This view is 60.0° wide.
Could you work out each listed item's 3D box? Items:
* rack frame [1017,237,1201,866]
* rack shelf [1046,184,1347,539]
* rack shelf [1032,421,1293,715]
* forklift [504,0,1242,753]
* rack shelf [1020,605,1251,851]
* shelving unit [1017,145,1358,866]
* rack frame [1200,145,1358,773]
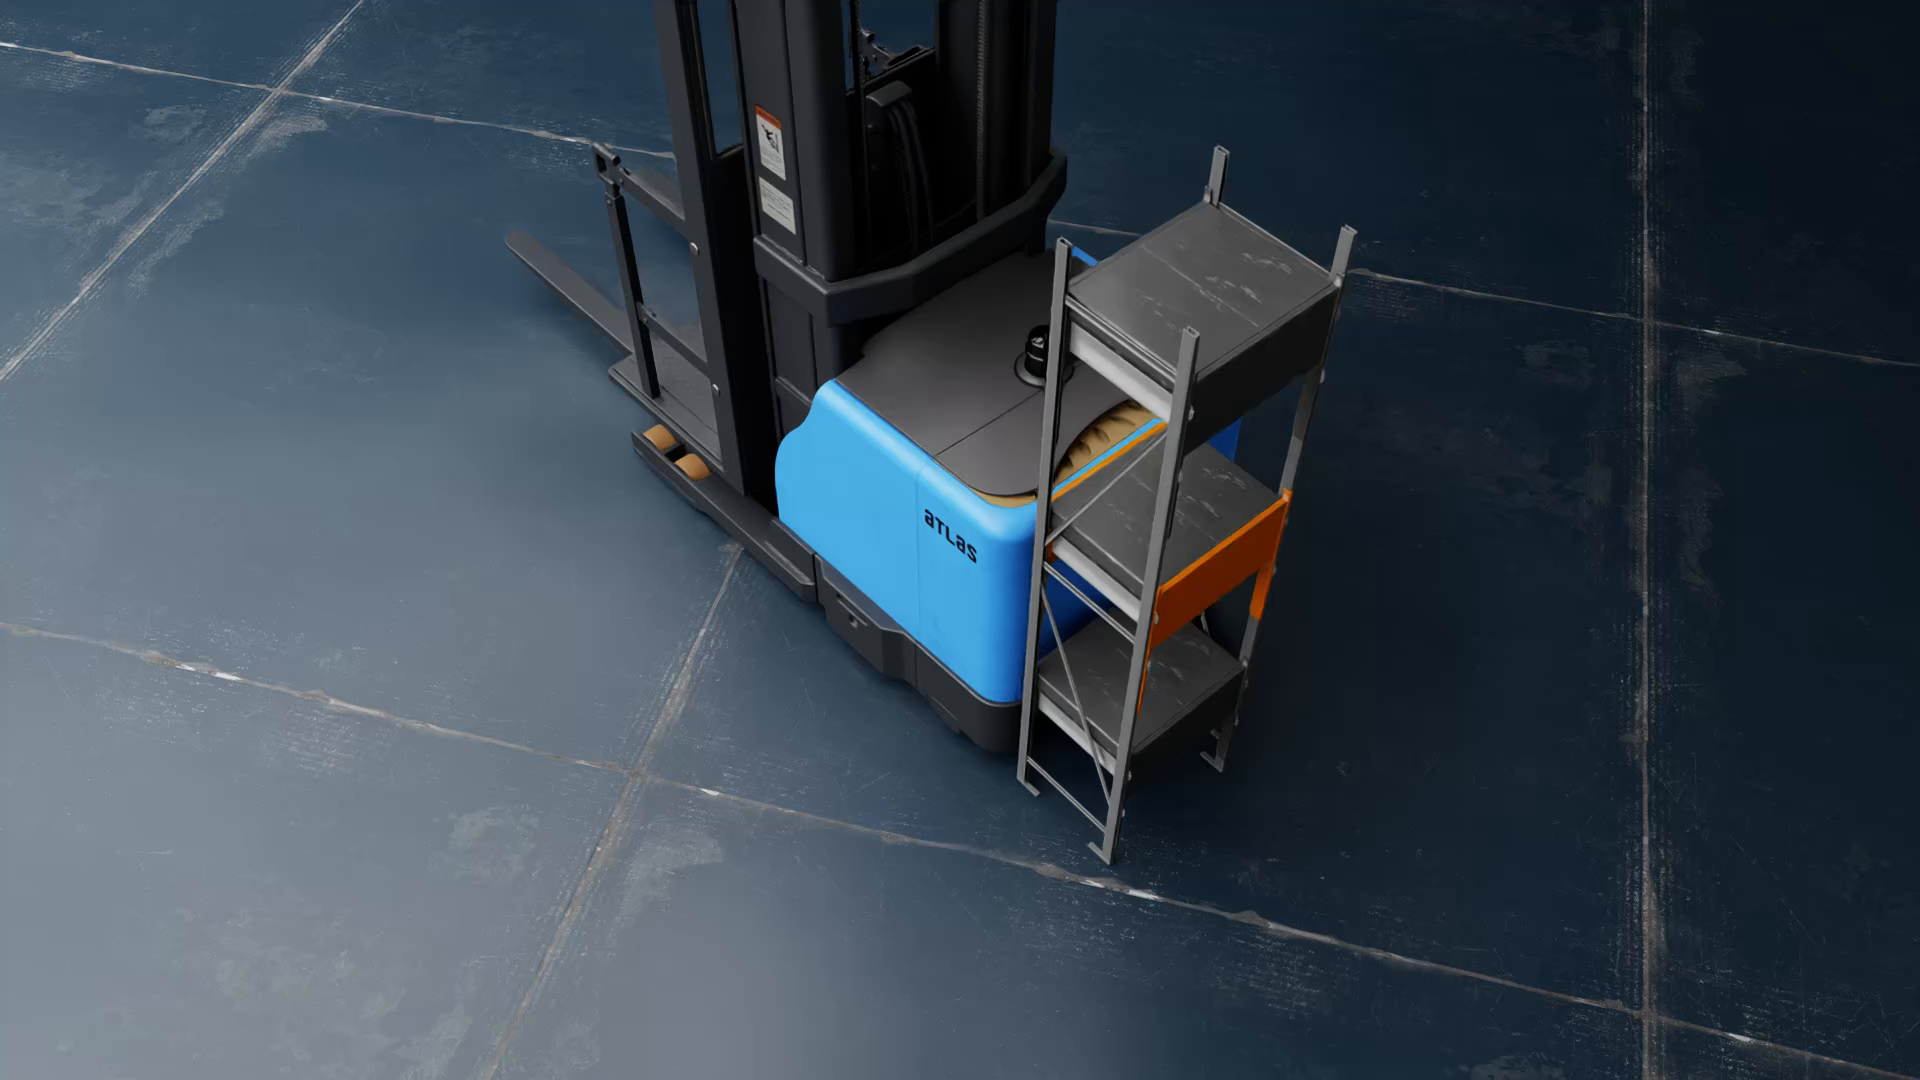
[{"bbox_3d":[0.326,0.161,4.201,0.015,2.100,0.400,-34,58,-26],"label":"rack frame"},{"bbox_3d":[0.519,-0.406,3.786,0.480,0.518,0.431,-34,58,-26],"label":"rack shelf"},{"bbox_3d":[0.509,0.048,4.319,0.480,0.518,0.431,-34,58,-26],"label":"rack shelf"},{"bbox_3d":[-0.516,-1.341,4.979,1.130,2.935,3.031,-35,57,-27],"label":"forklift"},{"bbox_3d":[0.499,0.503,4.851,0.480,0.518,0.431,-34,58,-26],"label":"rack shelf"},{"bbox_3d":[0.509,0.039,4.308,0.503,2.100,0.431,-34,58,-26],"label":"shelving unit"},{"bbox_3d":[0.691,-0.082,4.415,0.015,2.100,0.400,-34,58,-26],"label":"rack frame"}]
